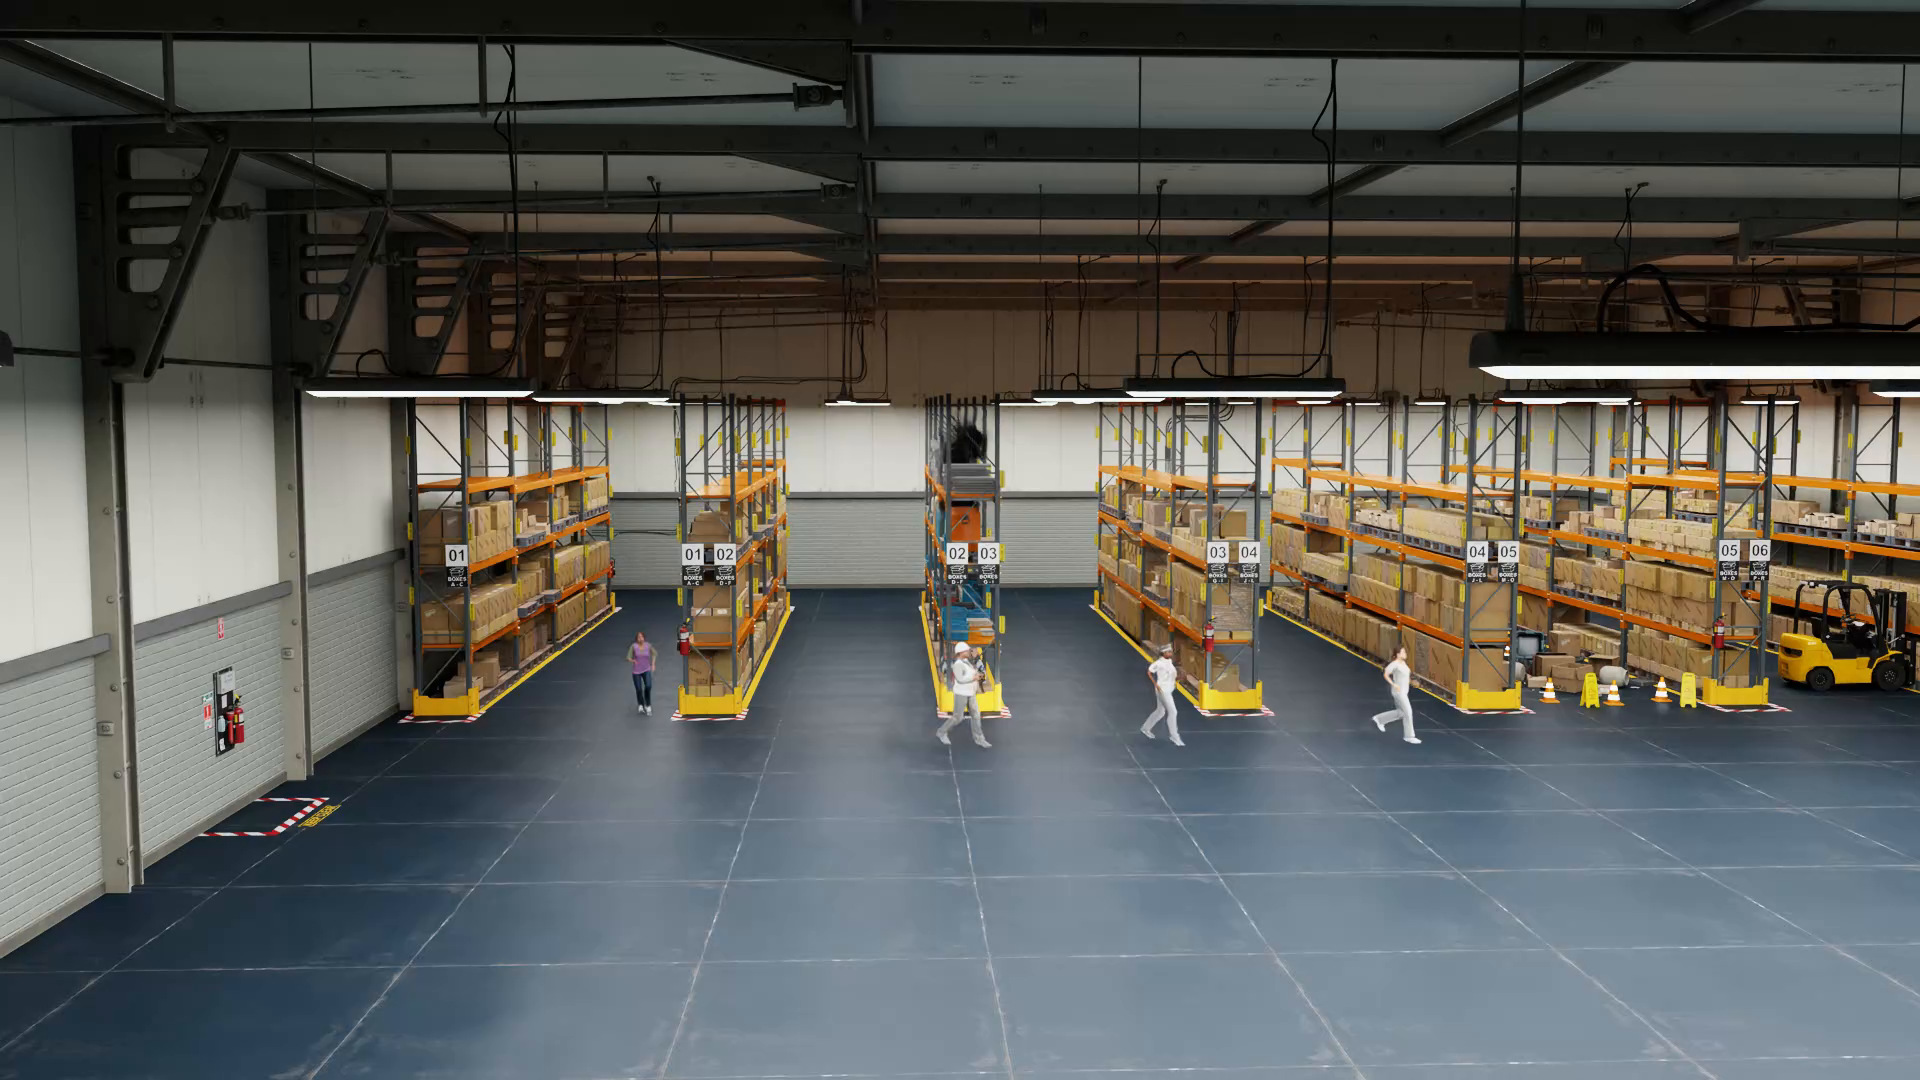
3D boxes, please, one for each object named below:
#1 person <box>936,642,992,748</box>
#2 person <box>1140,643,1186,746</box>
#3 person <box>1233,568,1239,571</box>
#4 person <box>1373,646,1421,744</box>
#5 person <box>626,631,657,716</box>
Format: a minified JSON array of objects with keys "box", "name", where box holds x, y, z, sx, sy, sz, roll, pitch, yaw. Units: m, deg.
[{"box":[0.069,2.601,27.990,0.952,1.772,0.650,2,5,22],"name":"person"},{"box":[3.488,2.630,28.463,0.805,1.751,0.565,2,5,23],"name":"person"},{"box":[7.714,1.284,45.512,0.660,1.737,0.771,1,5,9],"name":"person"},{"box":[7.536,2.642,28.638,0.868,1.669,0.567,3,5,35],"name":"person"},{"box":[-5.943,2.478,31.049,0.570,1.581,0.722,-1,5,-12],"name":"person"}]
